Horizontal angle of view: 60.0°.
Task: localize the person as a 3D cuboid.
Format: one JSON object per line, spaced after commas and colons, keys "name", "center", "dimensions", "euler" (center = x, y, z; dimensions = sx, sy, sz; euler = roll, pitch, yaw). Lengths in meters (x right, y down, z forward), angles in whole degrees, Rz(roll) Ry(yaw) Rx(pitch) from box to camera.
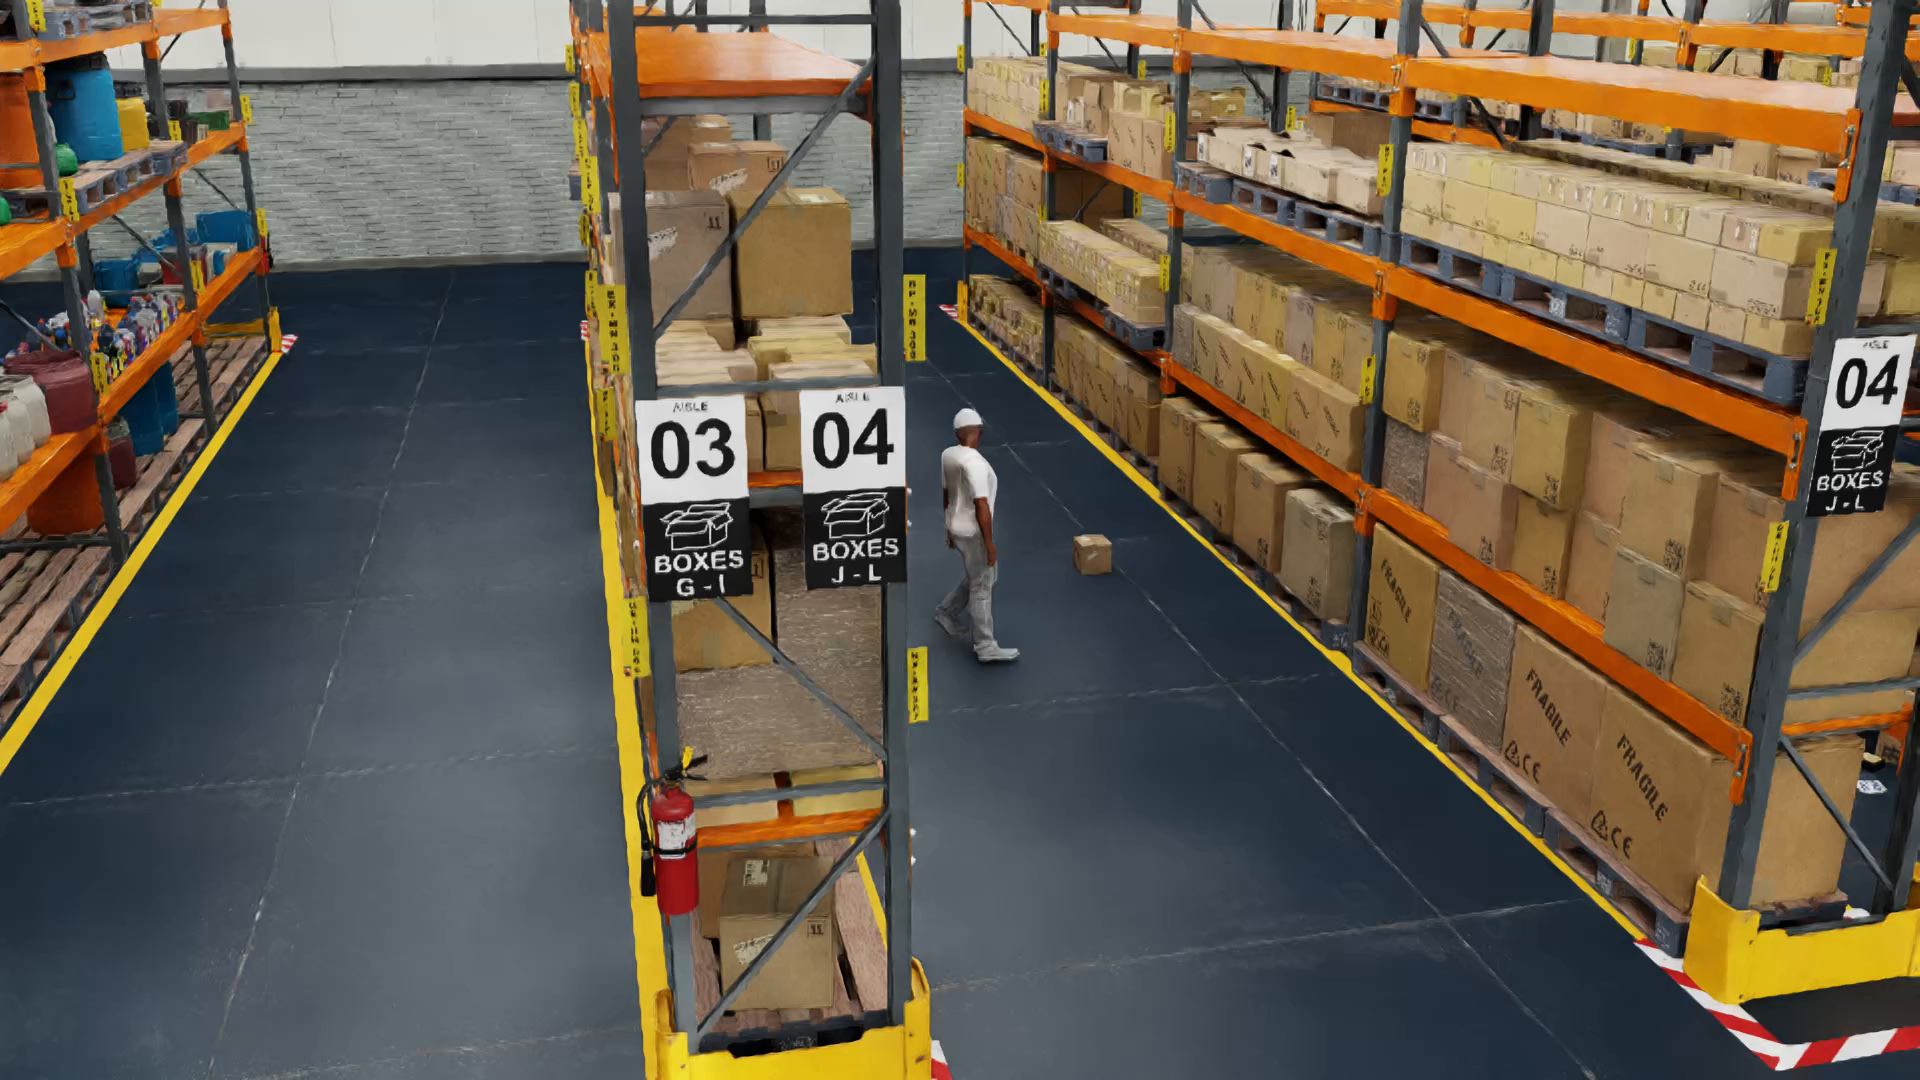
{"name": "person", "center": [0.111, -0.055, 11.717], "dimensions": [0.523, 1.733, 0.680], "euler": [-4, 20, -11]}
